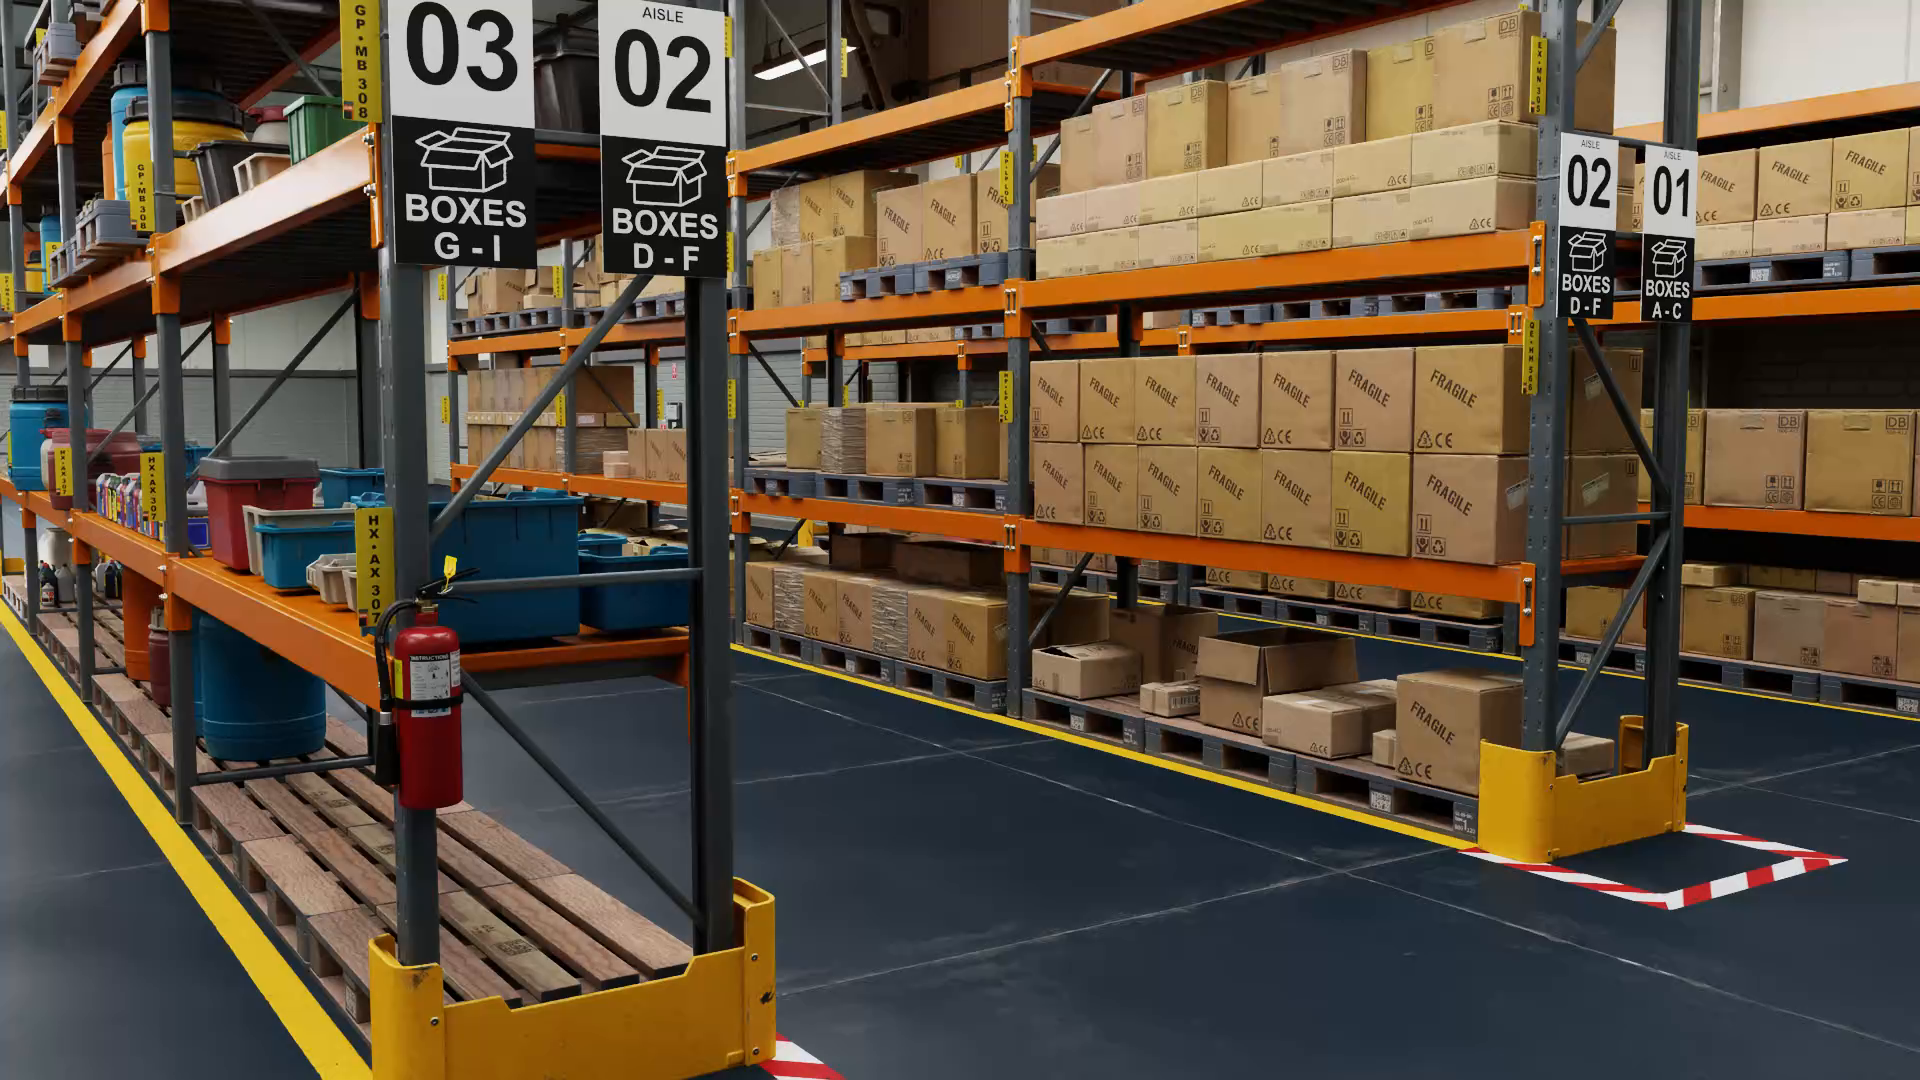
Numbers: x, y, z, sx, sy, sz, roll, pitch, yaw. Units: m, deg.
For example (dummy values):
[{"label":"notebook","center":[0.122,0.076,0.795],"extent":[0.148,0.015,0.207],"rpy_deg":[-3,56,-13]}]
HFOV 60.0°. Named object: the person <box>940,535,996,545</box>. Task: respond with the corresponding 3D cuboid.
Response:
[{"label":"person","center":[0.061,0.259,15.944],"extent":[0.905,0.978,0.524],"rpy_deg":[-3,6,-36]}]
